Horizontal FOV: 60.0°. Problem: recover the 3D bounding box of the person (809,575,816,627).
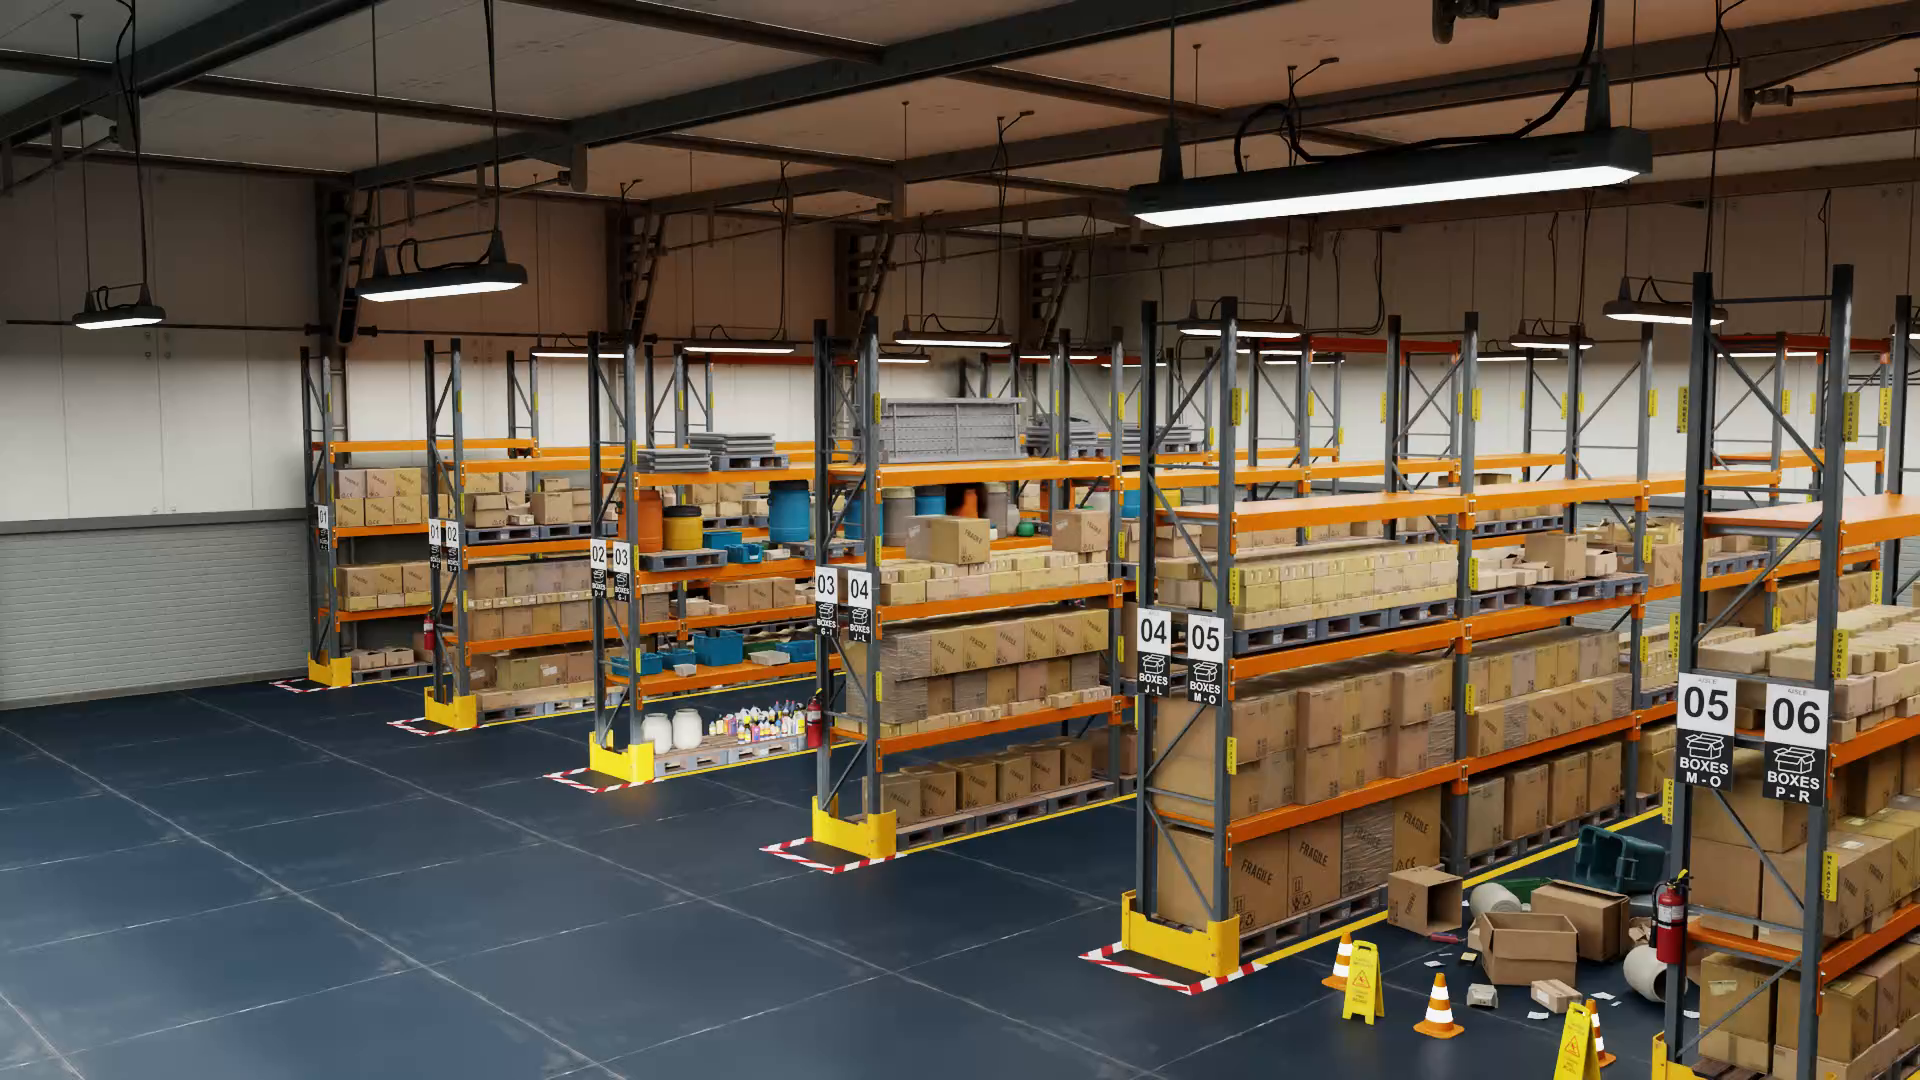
[{"bbox_3d":[-2.855,1.329,34.228,0.538,1.779,0.786,5,7,42],"label":"person"}]
